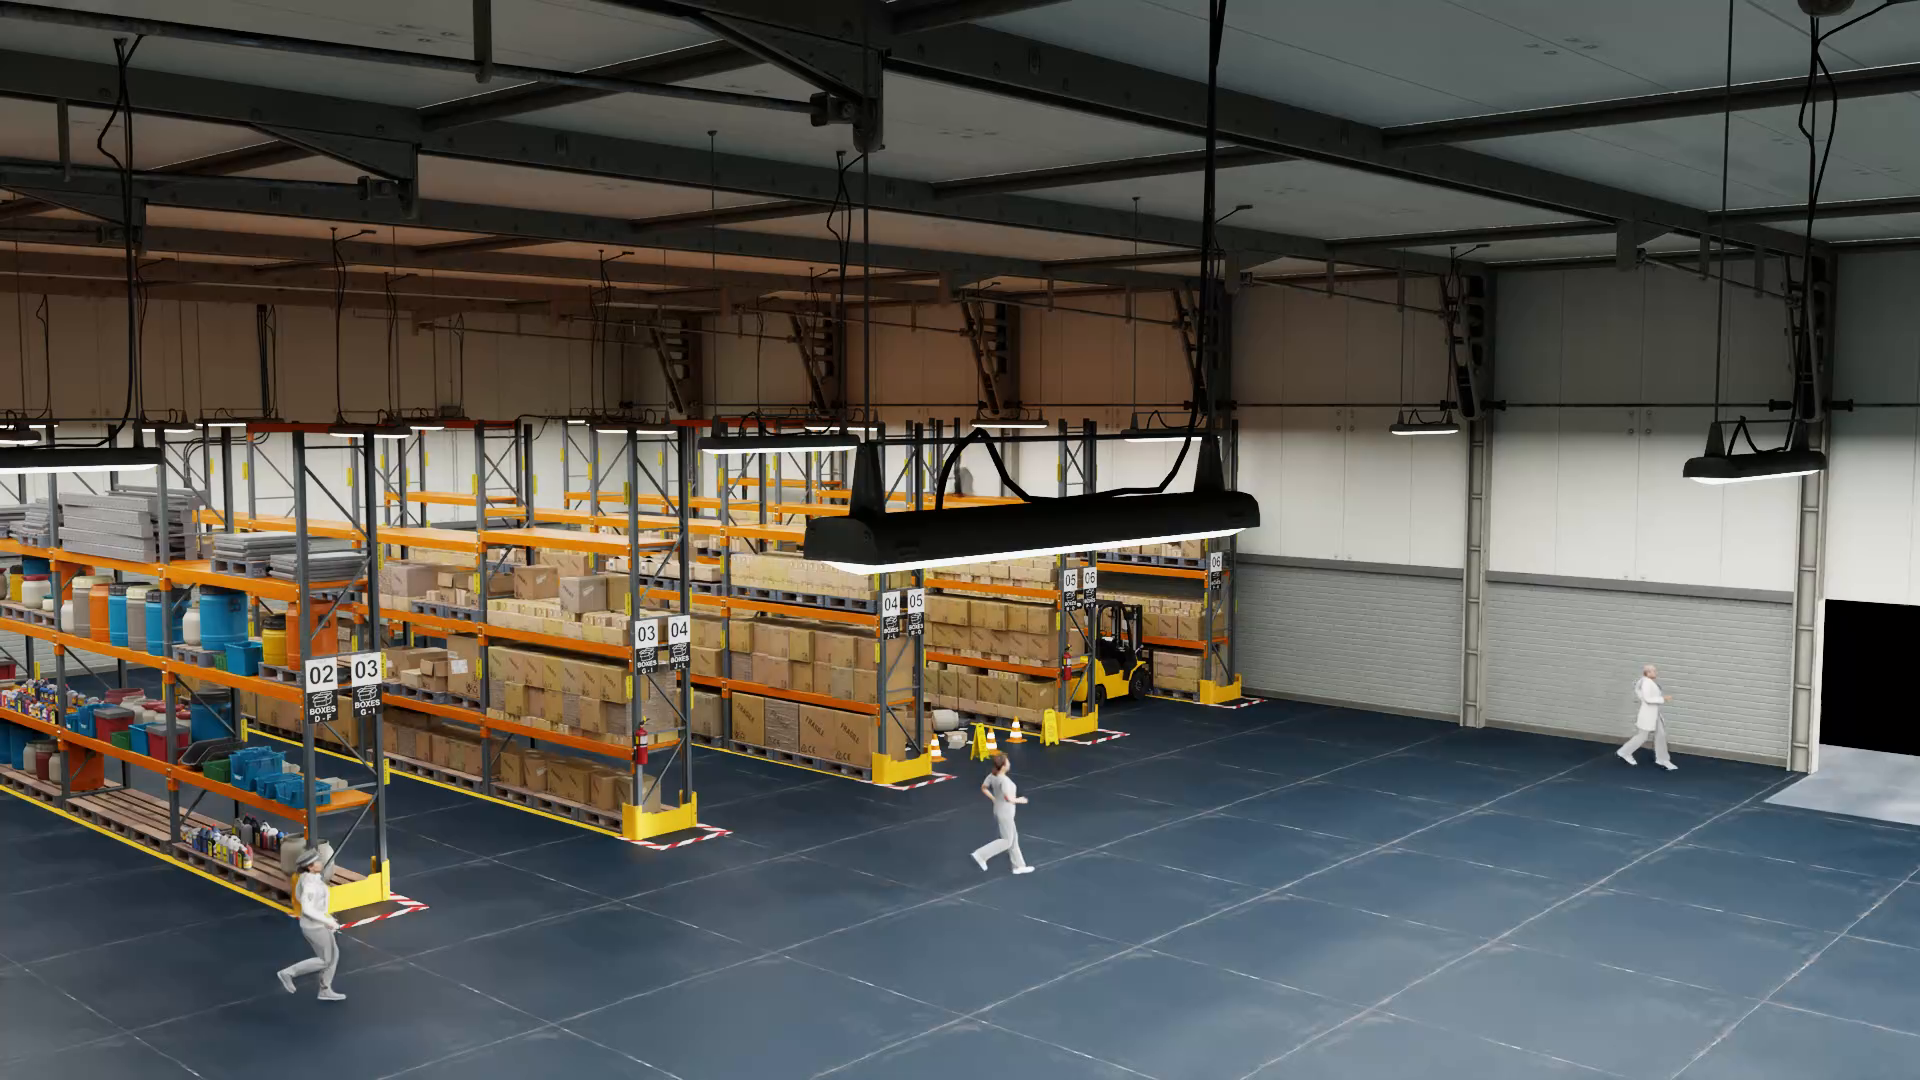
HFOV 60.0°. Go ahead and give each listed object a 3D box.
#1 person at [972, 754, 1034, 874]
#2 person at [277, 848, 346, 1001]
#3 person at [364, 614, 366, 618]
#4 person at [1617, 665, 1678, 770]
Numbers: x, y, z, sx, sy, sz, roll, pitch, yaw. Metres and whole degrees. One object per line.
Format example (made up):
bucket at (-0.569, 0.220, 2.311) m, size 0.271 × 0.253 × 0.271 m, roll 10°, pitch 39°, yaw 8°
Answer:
person at (0.562, 3.677, 22.228) m, size 0.924 × 1.645 × 0.570 m, roll -2°, pitch 5°, yaw -24°
person at (-6.875, 4.079, 17.575) m, size 0.676 × 1.672 × 0.625 m, roll -2°, pitch 5°, yaw -24°
person at (-13.267, 2.433, 36.761) m, size 0.687 × 1.804 × 0.836 m, roll -4°, pitch 6°, yaw -41°
person at (11.949, 3.062, 28.864) m, size 0.986 × 1.808 × 0.701 m, roll 3°, pitch 6°, yaw 33°
